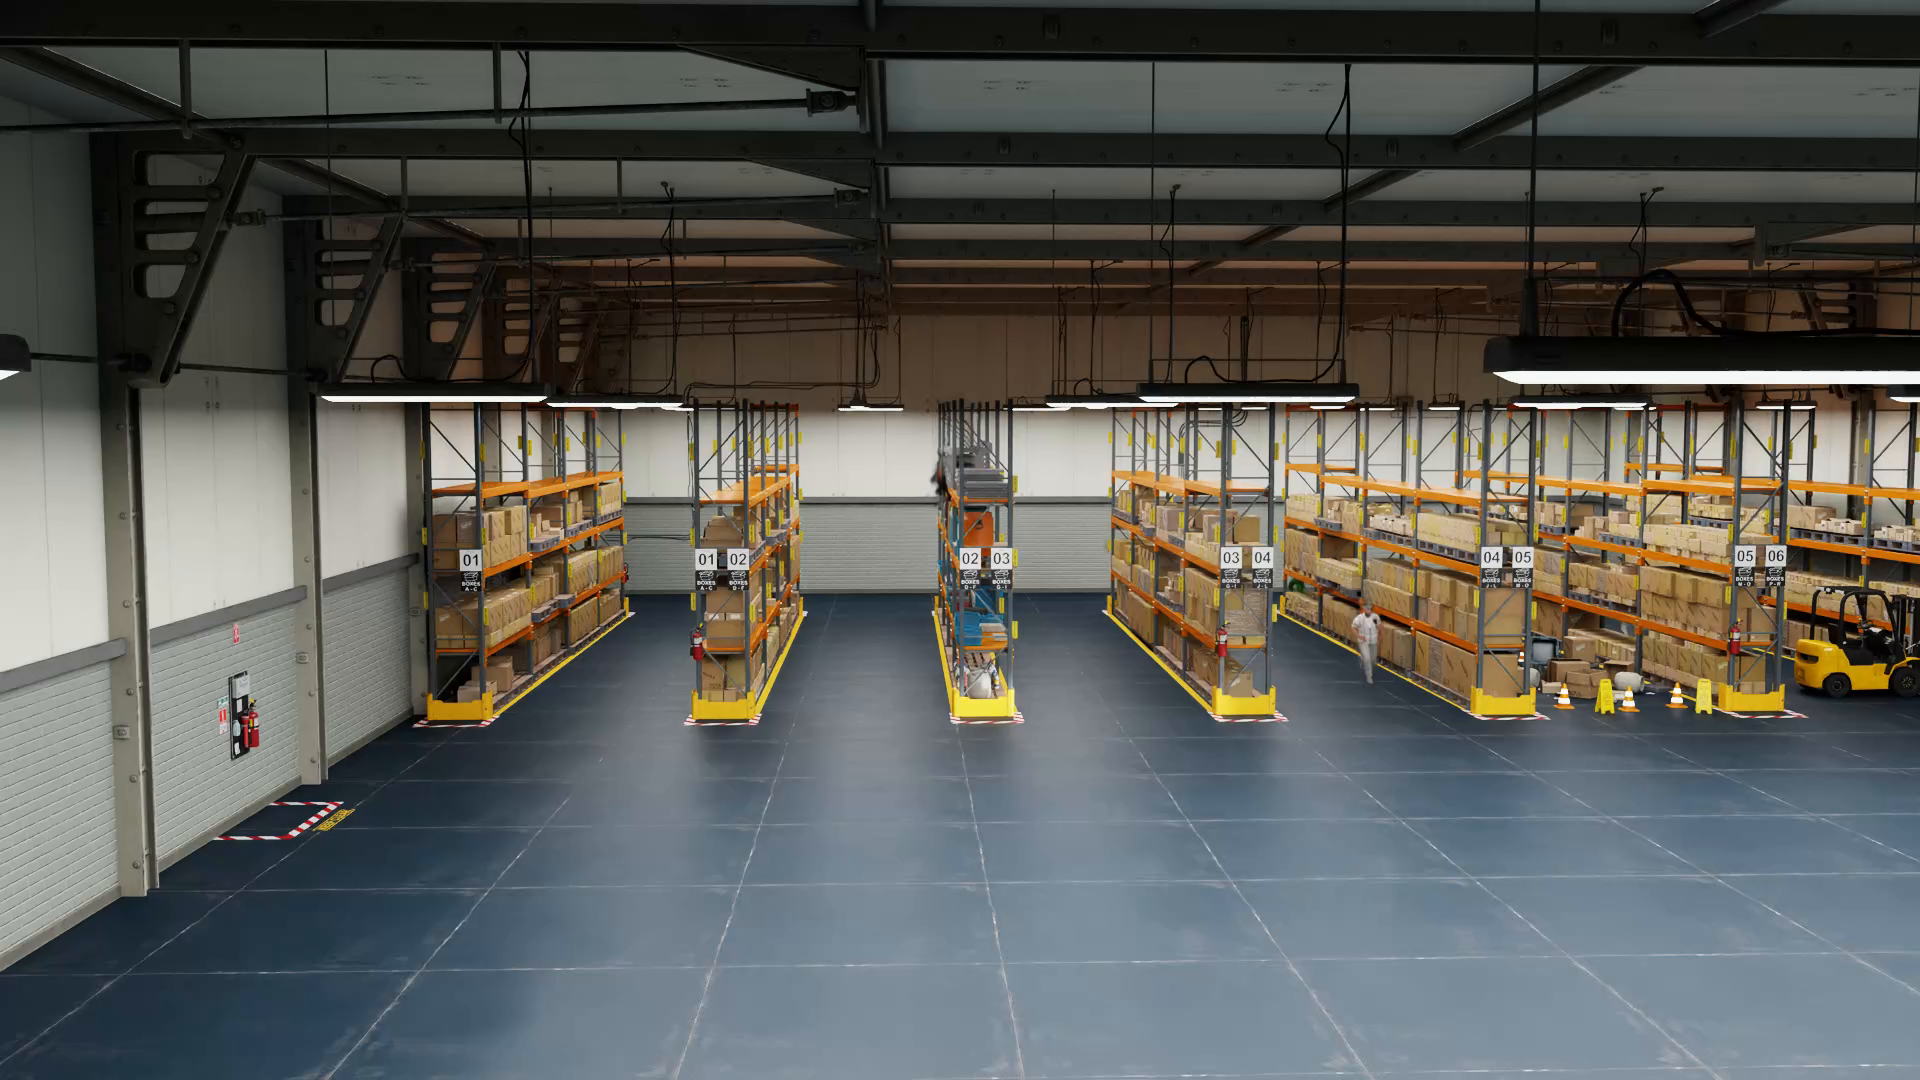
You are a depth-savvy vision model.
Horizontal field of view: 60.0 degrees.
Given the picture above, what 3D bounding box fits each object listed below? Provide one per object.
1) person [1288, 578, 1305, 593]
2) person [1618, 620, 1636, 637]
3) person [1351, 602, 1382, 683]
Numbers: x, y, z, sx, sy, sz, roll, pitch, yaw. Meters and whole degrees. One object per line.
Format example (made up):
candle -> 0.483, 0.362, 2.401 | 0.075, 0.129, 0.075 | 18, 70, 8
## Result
person -> 9.935, 1.116, 48.912 | 0.783, 1.770, 0.688 | 2, 5, 21
person -> 16.621, 1.715, 41.194 | 0.709, 1.855, 0.840 | 0, 4, -5
person -> 8.715, 2.176, 35.686 | 0.690, 1.752, 0.730 | -1, 4, -7
